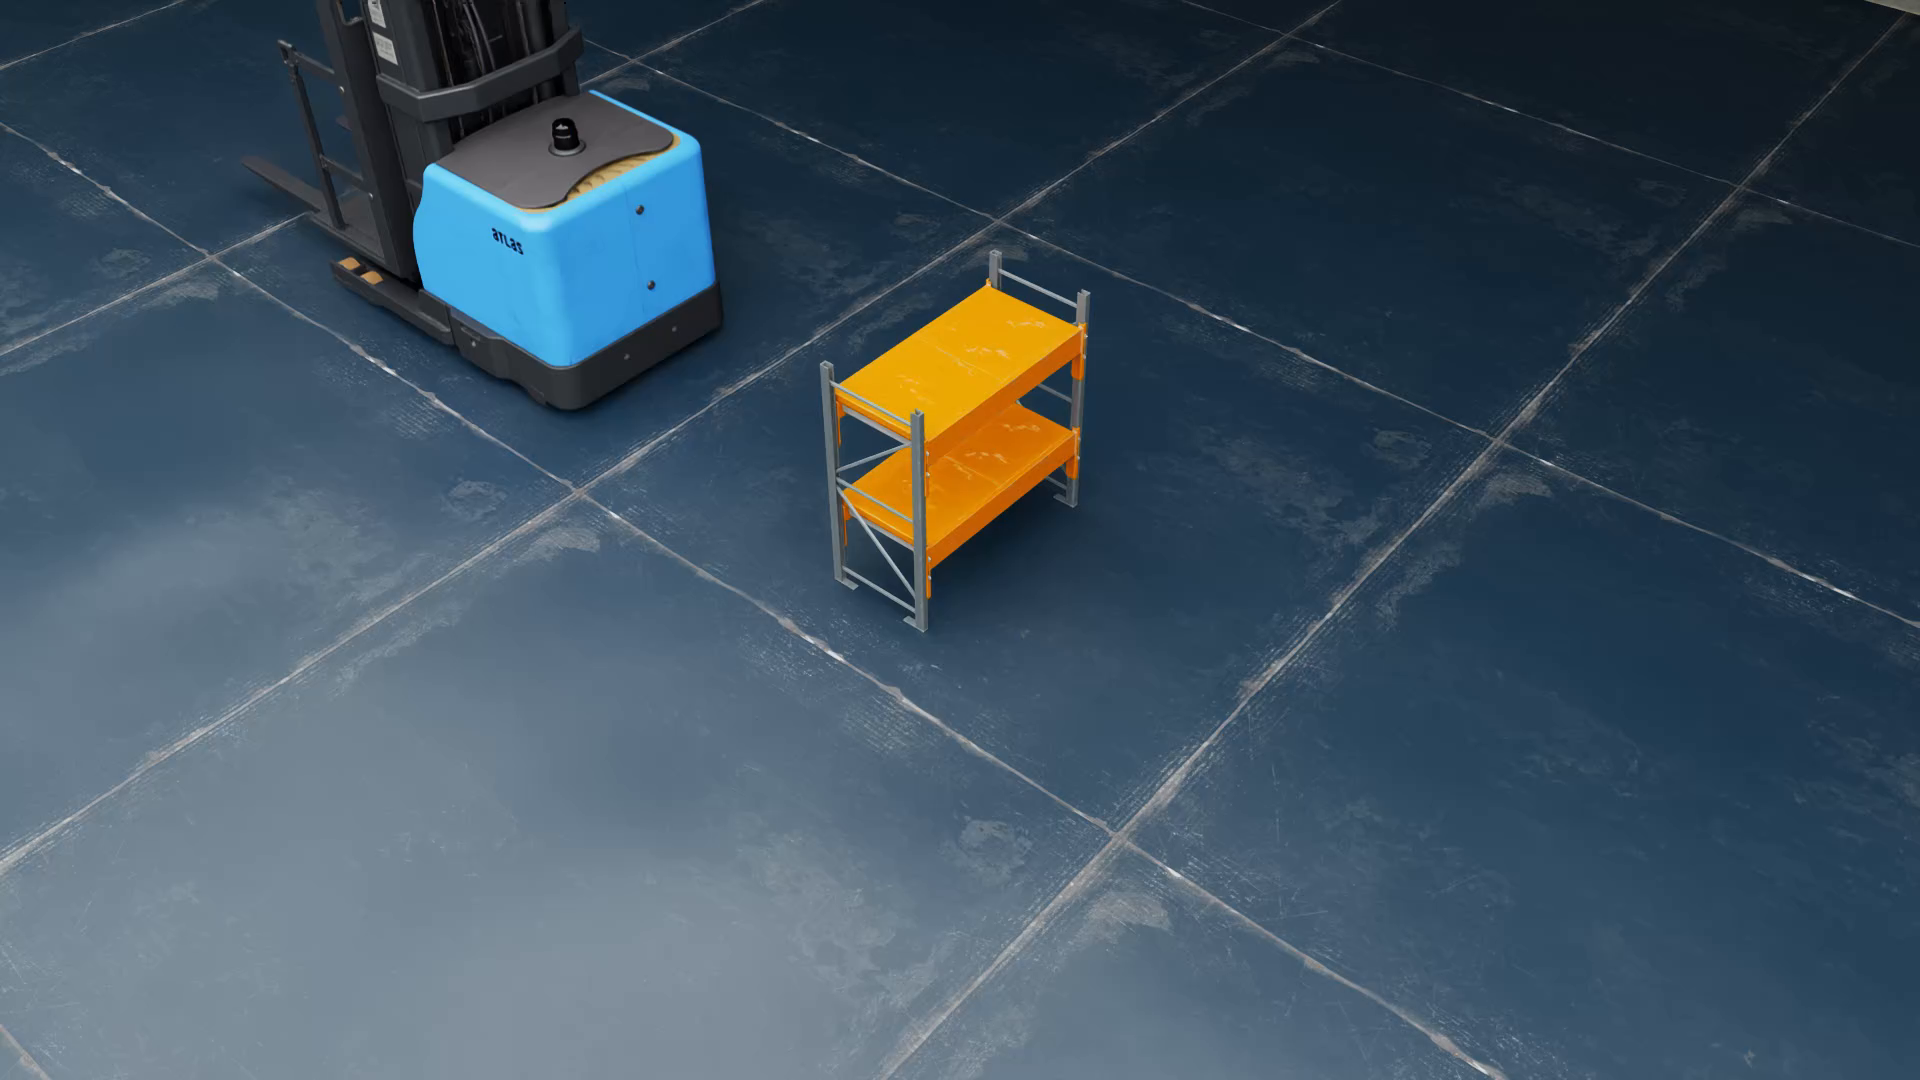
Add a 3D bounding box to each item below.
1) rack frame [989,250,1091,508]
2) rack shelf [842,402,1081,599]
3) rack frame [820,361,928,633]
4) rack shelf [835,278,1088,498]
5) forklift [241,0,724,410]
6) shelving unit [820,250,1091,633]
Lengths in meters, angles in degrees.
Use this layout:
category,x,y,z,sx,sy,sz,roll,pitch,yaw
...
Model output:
category,x,y,z,sx,sy,sz,roll,pitch,yaw
rack frame,0.323,-0.674,7.156,0.500,1.125,0.032,29,50,28
rack shelf,-0.004,-0.232,7.032,0.538,0.278,1.000,29,50,28
rack frame,-0.332,-0.151,6.580,0.500,1.125,0.032,29,50,28
rack shelf,-0.004,-0.629,6.671,0.538,0.278,1.000,29,50,28
forklift,-2.635,-2.544,7.870,3.031,2.935,1.130,30,50,29
shelving unit,-0.004,-0.413,6.868,0.538,1.125,1.048,29,50,28
